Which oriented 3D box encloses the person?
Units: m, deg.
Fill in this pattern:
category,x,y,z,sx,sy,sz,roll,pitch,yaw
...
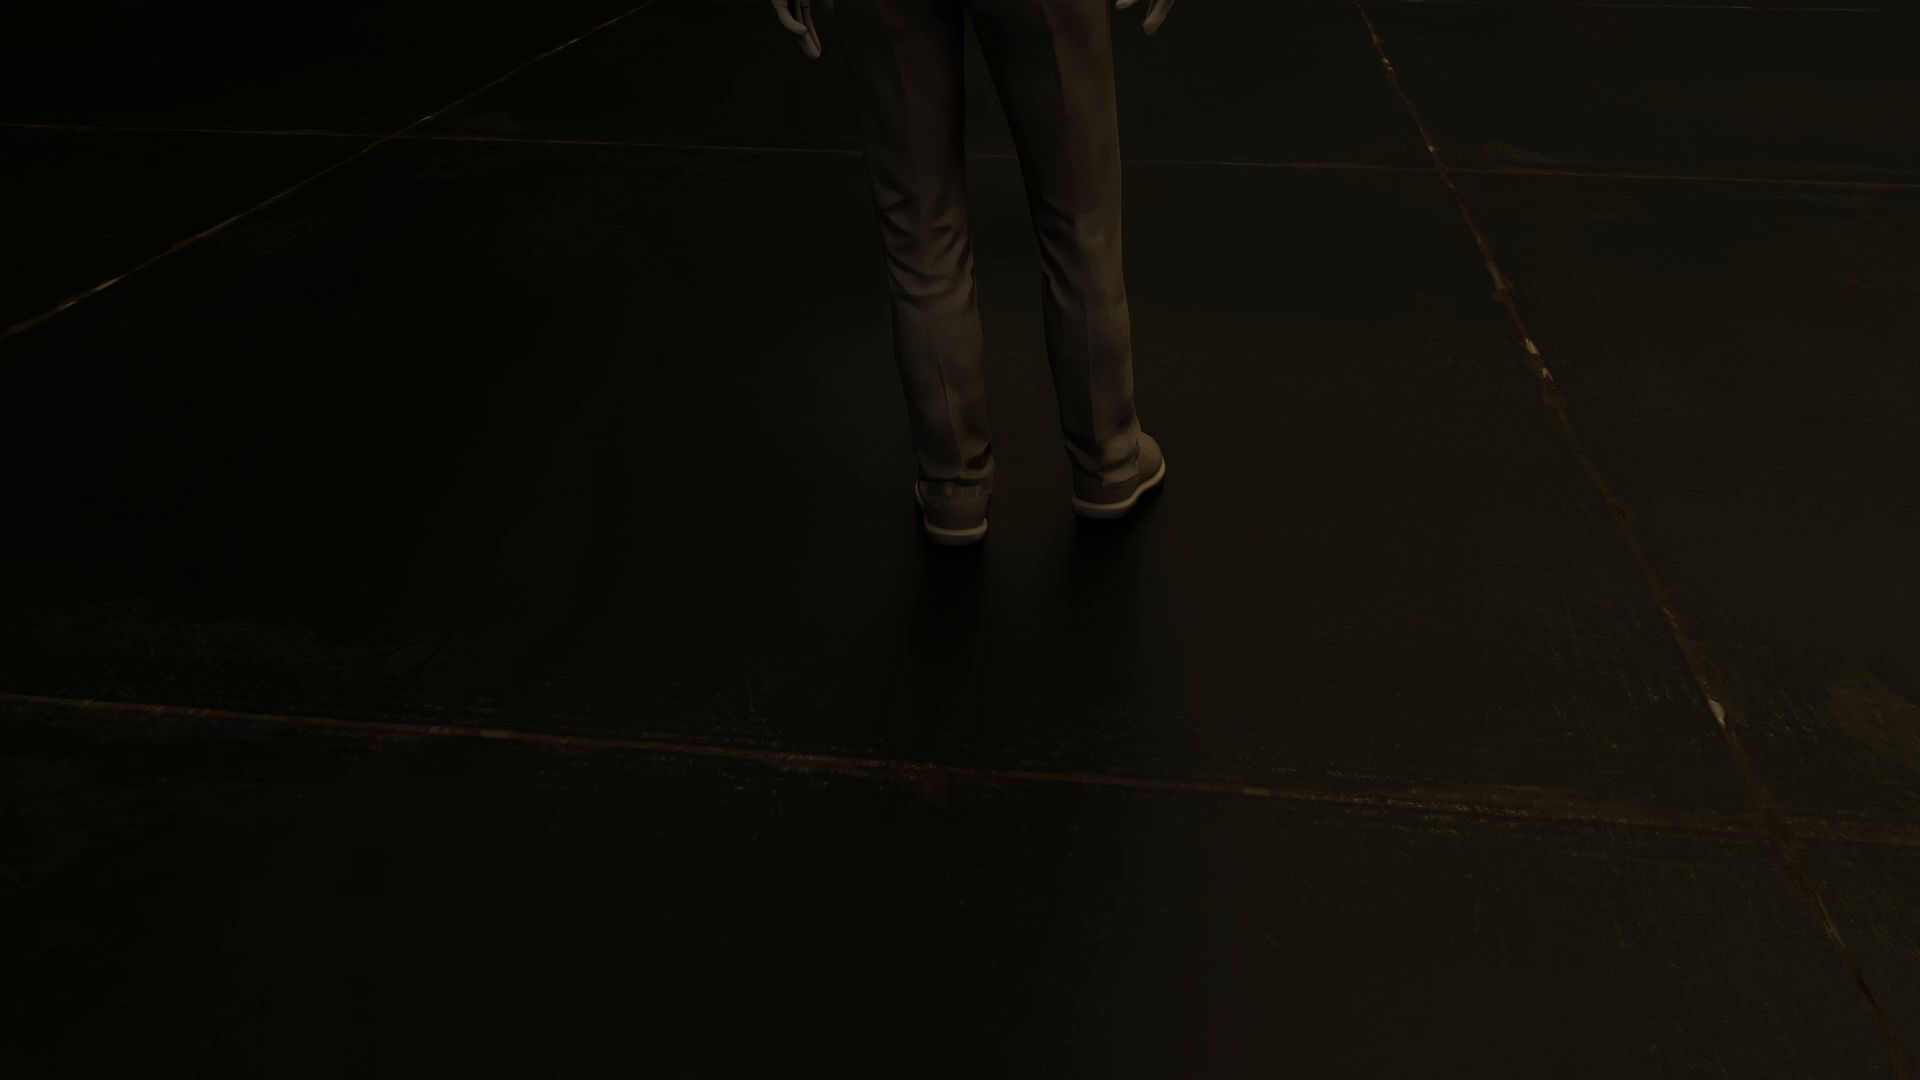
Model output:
category,x,y,z,sx,sy,sz,roll,pitch,yaw
person,0.016,-0.795,2.179,0.586,1.694,0.530,3,27,7
